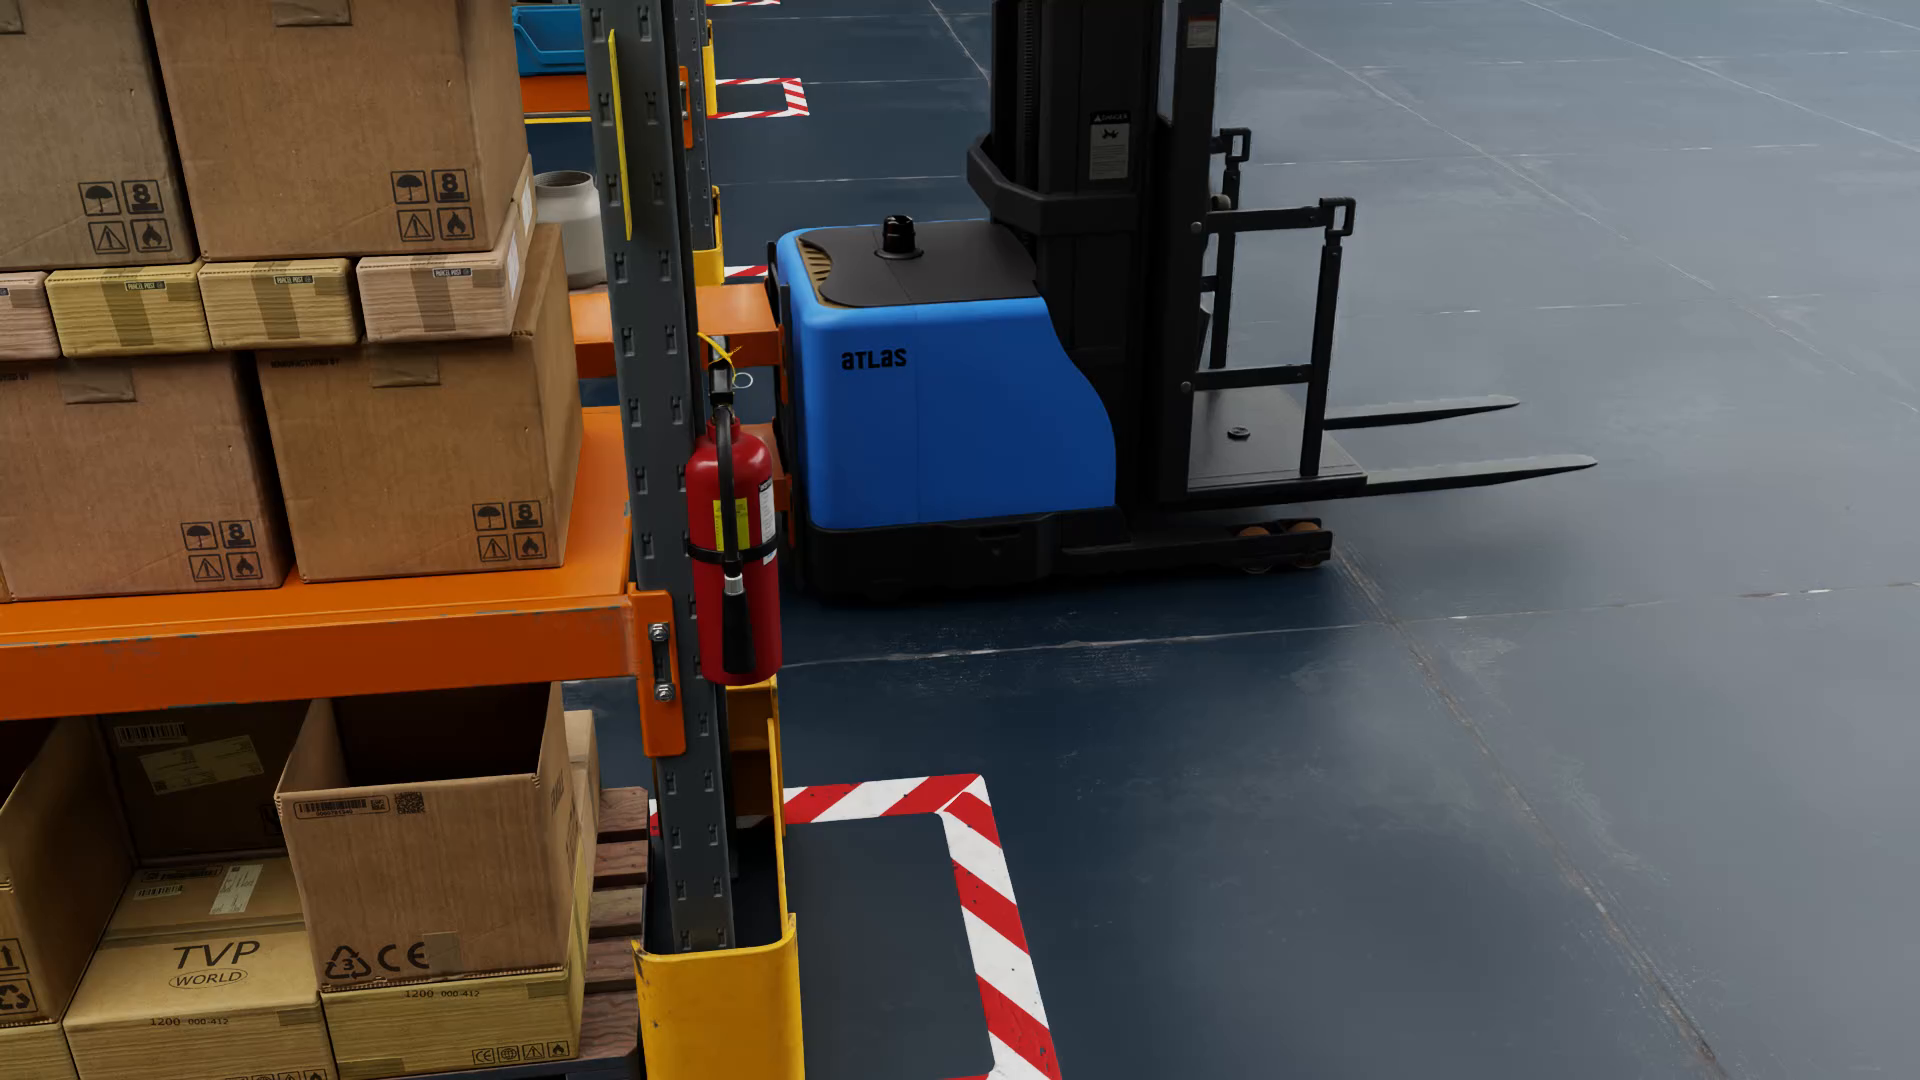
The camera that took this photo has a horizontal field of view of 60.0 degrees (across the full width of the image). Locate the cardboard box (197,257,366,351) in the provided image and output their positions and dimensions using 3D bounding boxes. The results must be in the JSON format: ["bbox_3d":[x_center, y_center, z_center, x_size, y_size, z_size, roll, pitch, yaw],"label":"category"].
[{"bbox_3d":[-1.229,-0.493,3.104,0.250,0.149,0.380,-3,27,-6],"label":"cardboard box"}]

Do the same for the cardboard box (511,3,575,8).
[{"bbox_3d":[-3.202,-3.755,12.560,0.500,0.500,0.500,3,27,6],"label":"cardboard box"}]

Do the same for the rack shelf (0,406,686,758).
[{"bbox_3d":[-2.598,0.160,3.441,4.000,0.370,1.077,-4,27,-7],"label":"rack shelf"}]

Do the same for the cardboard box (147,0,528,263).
[{"bbox_3d":[-1.134,-0.882,3.152,0.500,0.500,0.700,-4,27,-7],"label":"cardboard box"}]

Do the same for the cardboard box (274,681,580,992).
[{"bbox_3d":[-1.107,0.584,3.556,0.500,0.500,0.500,-4,27,-7],"label":"cardboard box"}]

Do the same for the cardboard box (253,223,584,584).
[{"bbox_3d":[-1.082,-0.308,3.455,0.500,0.500,0.700,-4,27,-7],"label":"cardboard box"}]

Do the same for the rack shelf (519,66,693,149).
[{"bbox_3d":[-3.285,-2.080,7.805,4.000,0.370,1.077,-4,27,-7],"label":"rack shelf"}]

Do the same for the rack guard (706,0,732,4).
[{"bbox_3d":[-2.561,-5.904,17.209,0.348,0.500,1.175,-4,27,-7],"label":"rack guard"}]

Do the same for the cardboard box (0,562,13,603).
[{"bbox_3d":[-2.094,-0.243,3.329,0.500,0.500,0.700,-3,27,-7],"label":"cardboard box"}]

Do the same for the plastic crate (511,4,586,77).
[{"bbox_3d":[-1.758,-2.294,7.597,0.616,0.251,0.499,-4,27,-7],"label":"plastic crate"}]

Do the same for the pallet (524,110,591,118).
[{"bbox_3d":[-2.879,-3.485,12.810,1.213,0.211,1.003,-4,27,-7],"label":"pallet"}]

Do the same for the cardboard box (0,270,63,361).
[{"bbox_3d":[-1.731,-0.461,3.043,0.250,0.149,0.380,-3,27,-6],"label":"cardboard box"}]

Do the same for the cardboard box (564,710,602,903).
[{"bbox_3d":[-1.180,0.683,4.186,0.500,0.250,0.500,-4,27,-7],"label":"cardboard box"}]

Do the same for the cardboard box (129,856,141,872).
[{"bbox_3d":[-2.170,0.748,4.059,0.500,0.250,0.500,-4,27,-7],"label":"cardboard box"}]

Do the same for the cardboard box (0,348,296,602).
[{"bbox_3d":[-1.601,-0.272,3.385,0.500,0.500,0.700,-3,27,-6],"label":"cardboard box"}]

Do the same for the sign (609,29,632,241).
[{"bbox_3d":[-0.556,-0.662,2.726,0.005,0.325,0.100,-4,27,-7],"label":"sign"}]

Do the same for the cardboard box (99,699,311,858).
[{"bbox_3d":[-1.675,0.382,3.951,0.500,0.500,0.500,-4,27,-7],"label":"cardboard box"}]

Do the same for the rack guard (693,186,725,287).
[{"bbox_3d":[-1.373,-1.389,8.409,0.348,0.500,1.175,-4,27,-7],"label":"rack guard"}]

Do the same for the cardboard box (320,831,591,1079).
[{"bbox_3d":[-1.108,0.917,3.729,0.500,0.250,0.500,-4,27,-7],"label":"cardboard box"}]

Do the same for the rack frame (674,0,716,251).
[{"bbox_3d":[-1.304,-2.527,7.889,0.127,3.000,1.000,-4,27,-7],"label":"rack frame"}]

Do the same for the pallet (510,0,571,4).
[{"bbox_3d":[-4.571,-5.612,16.955,1.213,0.211,1.003,-4,27,-7],"label":"pallet"}]

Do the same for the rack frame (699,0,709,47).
[{"bbox_3d":[-1.994,-4.766,12.253,0.127,3.000,1.000,-4,27,-7],"label":"rack frame"}]

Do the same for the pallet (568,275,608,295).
[{"bbox_3d":[-2.178,-1.211,8.379,1.213,0.211,1.003,-4,27,-7],"label":"pallet"}]

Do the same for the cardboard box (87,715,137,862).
[{"bbox_3d":[-2.168,0.419,3.877,0.500,0.500,0.500,-4,27,-7],"label":"cardboard box"}]

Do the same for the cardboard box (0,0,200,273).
[{"bbox_3d":[-1.654,-0.846,3.082,0.500,0.500,0.700,-4,27,-8],"label":"cardboard box"}]

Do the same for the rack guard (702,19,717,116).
[{"bbox_3d":[-2.069,-3.649,12.814,0.348,0.500,1.175,-4,27,-7],"label":"rack guard"}]

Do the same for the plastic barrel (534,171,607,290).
[{"bbox_3d":[-1.945,-1.530,8.212,0.421,0.512,0.421,0,27,0],"label":"plastic barrel"}]

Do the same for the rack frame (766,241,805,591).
[{"bbox_3d":[-0.616,-0.434,5.864,0.032,1.125,0.500,-5,28,-10],"label":"rack frame"}]

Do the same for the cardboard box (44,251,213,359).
[{"bbox_3d":[-1.482,-0.476,3.073,0.250,0.149,0.380,-4,27,-8],"label":"cardboard box"}]

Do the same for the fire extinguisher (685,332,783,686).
[{"bbox_3d":[-0.436,-0.050,3.147,0.183,0.674,0.296,-4,27,-7],"label":"fire extinguisher"}]

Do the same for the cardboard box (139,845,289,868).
[{"bbox_3d":[-1.674,0.716,4.120,0.500,0.250,0.500,-4,27,-7],"label":"cardboard box"}]

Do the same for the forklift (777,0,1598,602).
[{"bbox_3d":[0.883,-1.413,5.794,3.031,2.935,1.130,-5,28,-10],"label":"forklift"}]

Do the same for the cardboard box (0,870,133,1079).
[{"bbox_3d":[-2.096,0.987,3.593,0.500,0.250,0.500,-4,27,-7],"label":"cardboard box"}]

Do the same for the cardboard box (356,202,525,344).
[{"bbox_3d":[-0.970,-0.510,3.138,0.250,0.149,0.380,-4,27,-8],"label":"cardboard box"}]

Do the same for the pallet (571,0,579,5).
[{"bbox_3d":[-3.366,-5.688,17.104,1.213,0.211,1.003,-4,27,-7],"label":"pallet"}]

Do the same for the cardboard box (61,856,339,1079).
[{"bbox_3d":[-1.601,0.954,3.657,0.500,0.250,0.500,-4,27,-7],"label":"cardboard box"}]

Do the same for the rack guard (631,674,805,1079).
[{"bbox_3d":[-0.594,0.823,4.098,0.348,0.500,1.175,-4,27,-7],"label":"rack guard"}]

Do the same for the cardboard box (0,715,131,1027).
[{"bbox_3d":[-2.096,0.654,3.419,0.500,0.500,0.500,-4,27,-7],"label":"cardboard box"}]

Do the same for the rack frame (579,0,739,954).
[{"bbox_3d":[-0.618,-0.287,3.524,0.127,3.000,1.000,-4,27,-7],"label":"rack frame"}]

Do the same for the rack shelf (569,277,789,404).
[{"bbox_3d":[-1.114,-0.649,5.642,1.000,0.278,0.538,-5,28,-10],"label":"rack shelf"}]

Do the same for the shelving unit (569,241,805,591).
[{"bbox_3d":[-1.114,-0.389,5.776,1.048,1.125,0.538,-5,28,-10],"label":"shelving unit"}]

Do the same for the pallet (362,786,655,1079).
[{"bbox_3d":[-1.369,1.021,4.029,1.213,0.211,1.003,-4,27,-7],"label":"pallet"}]

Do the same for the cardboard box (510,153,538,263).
[{"bbox_3d":[-1.036,-0.693,3.494,0.250,0.149,0.380,-4,27,-7],"label":"cardboard box"}]

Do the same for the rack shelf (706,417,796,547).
[{"bbox_3d":[-1.114,-0.171,5.888,1.000,0.278,0.538,-5,28,-10],"label":"rack shelf"}]
